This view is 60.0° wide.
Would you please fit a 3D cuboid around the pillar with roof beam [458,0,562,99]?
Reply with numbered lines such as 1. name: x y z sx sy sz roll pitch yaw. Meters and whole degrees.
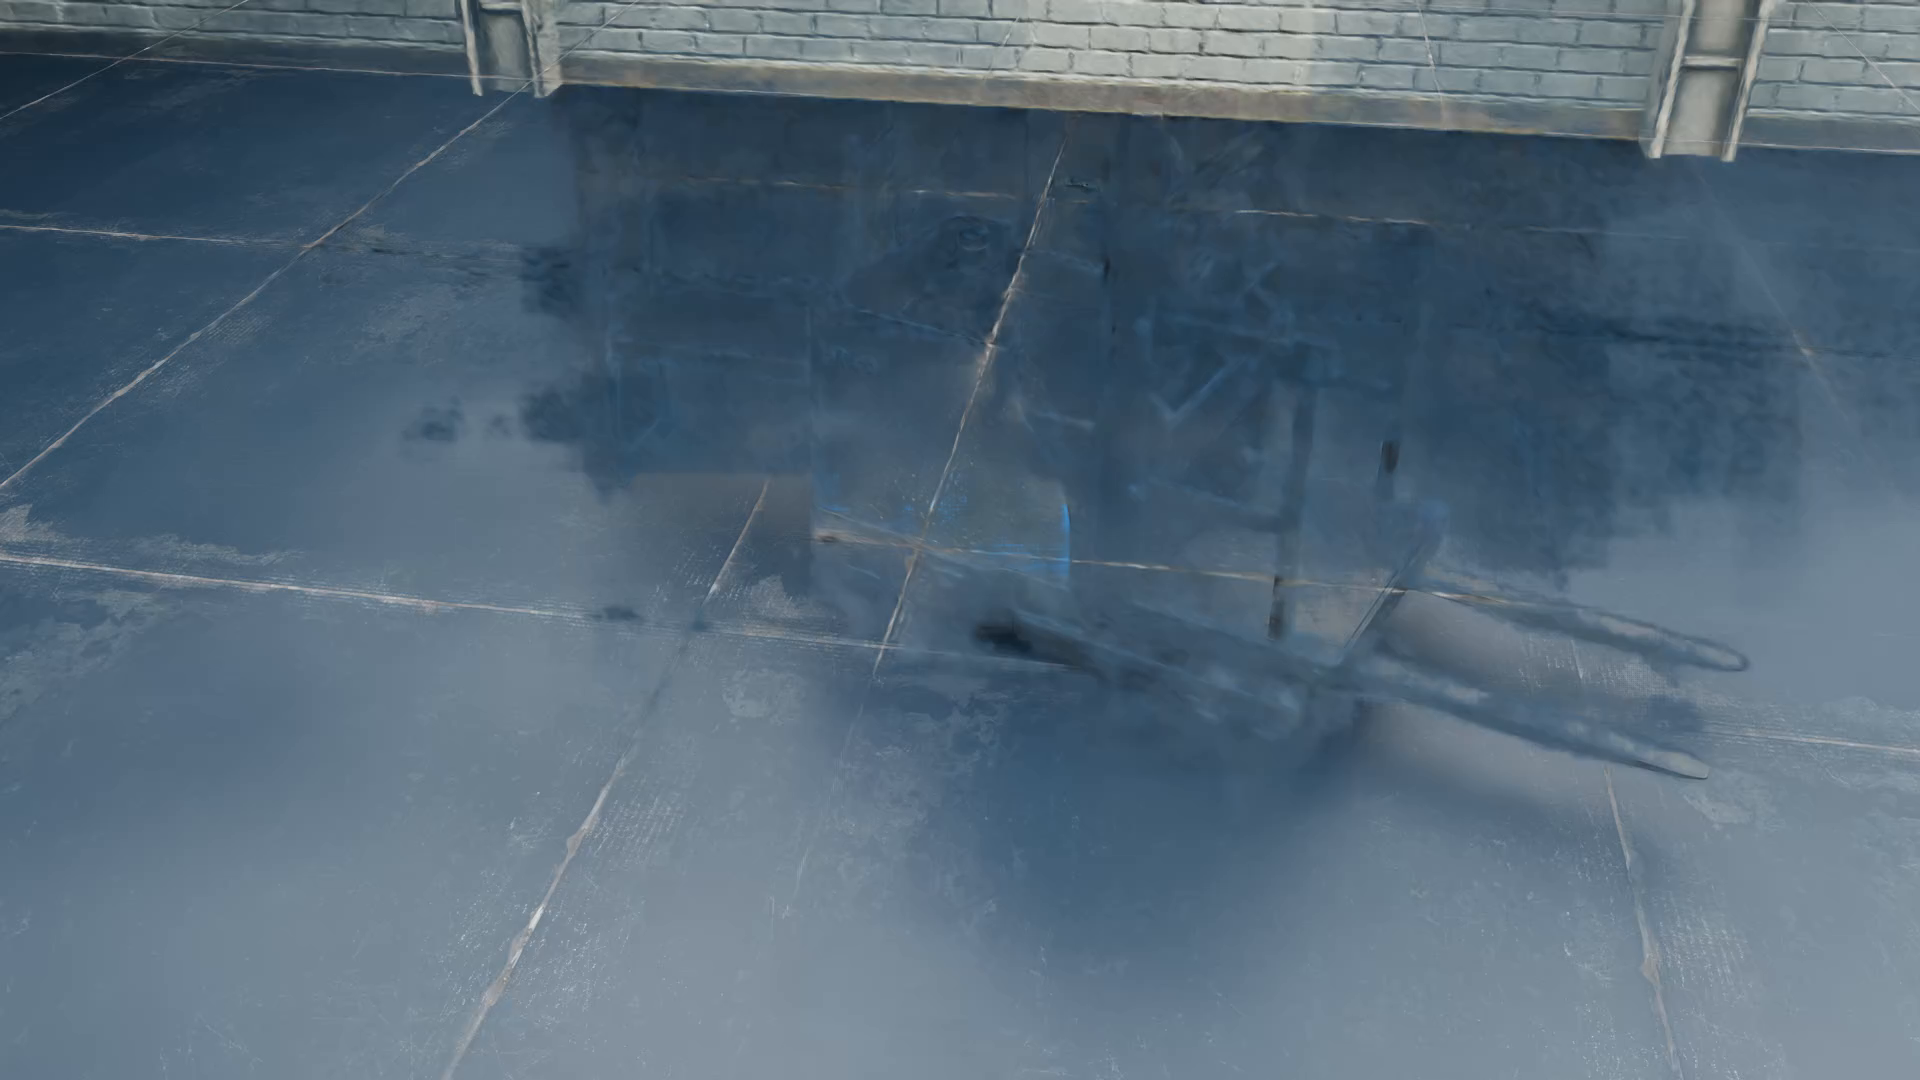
1. pillar with roof beam: 3.522 -7.886 10.367 0.400 9.000 9.100 5 32 8
